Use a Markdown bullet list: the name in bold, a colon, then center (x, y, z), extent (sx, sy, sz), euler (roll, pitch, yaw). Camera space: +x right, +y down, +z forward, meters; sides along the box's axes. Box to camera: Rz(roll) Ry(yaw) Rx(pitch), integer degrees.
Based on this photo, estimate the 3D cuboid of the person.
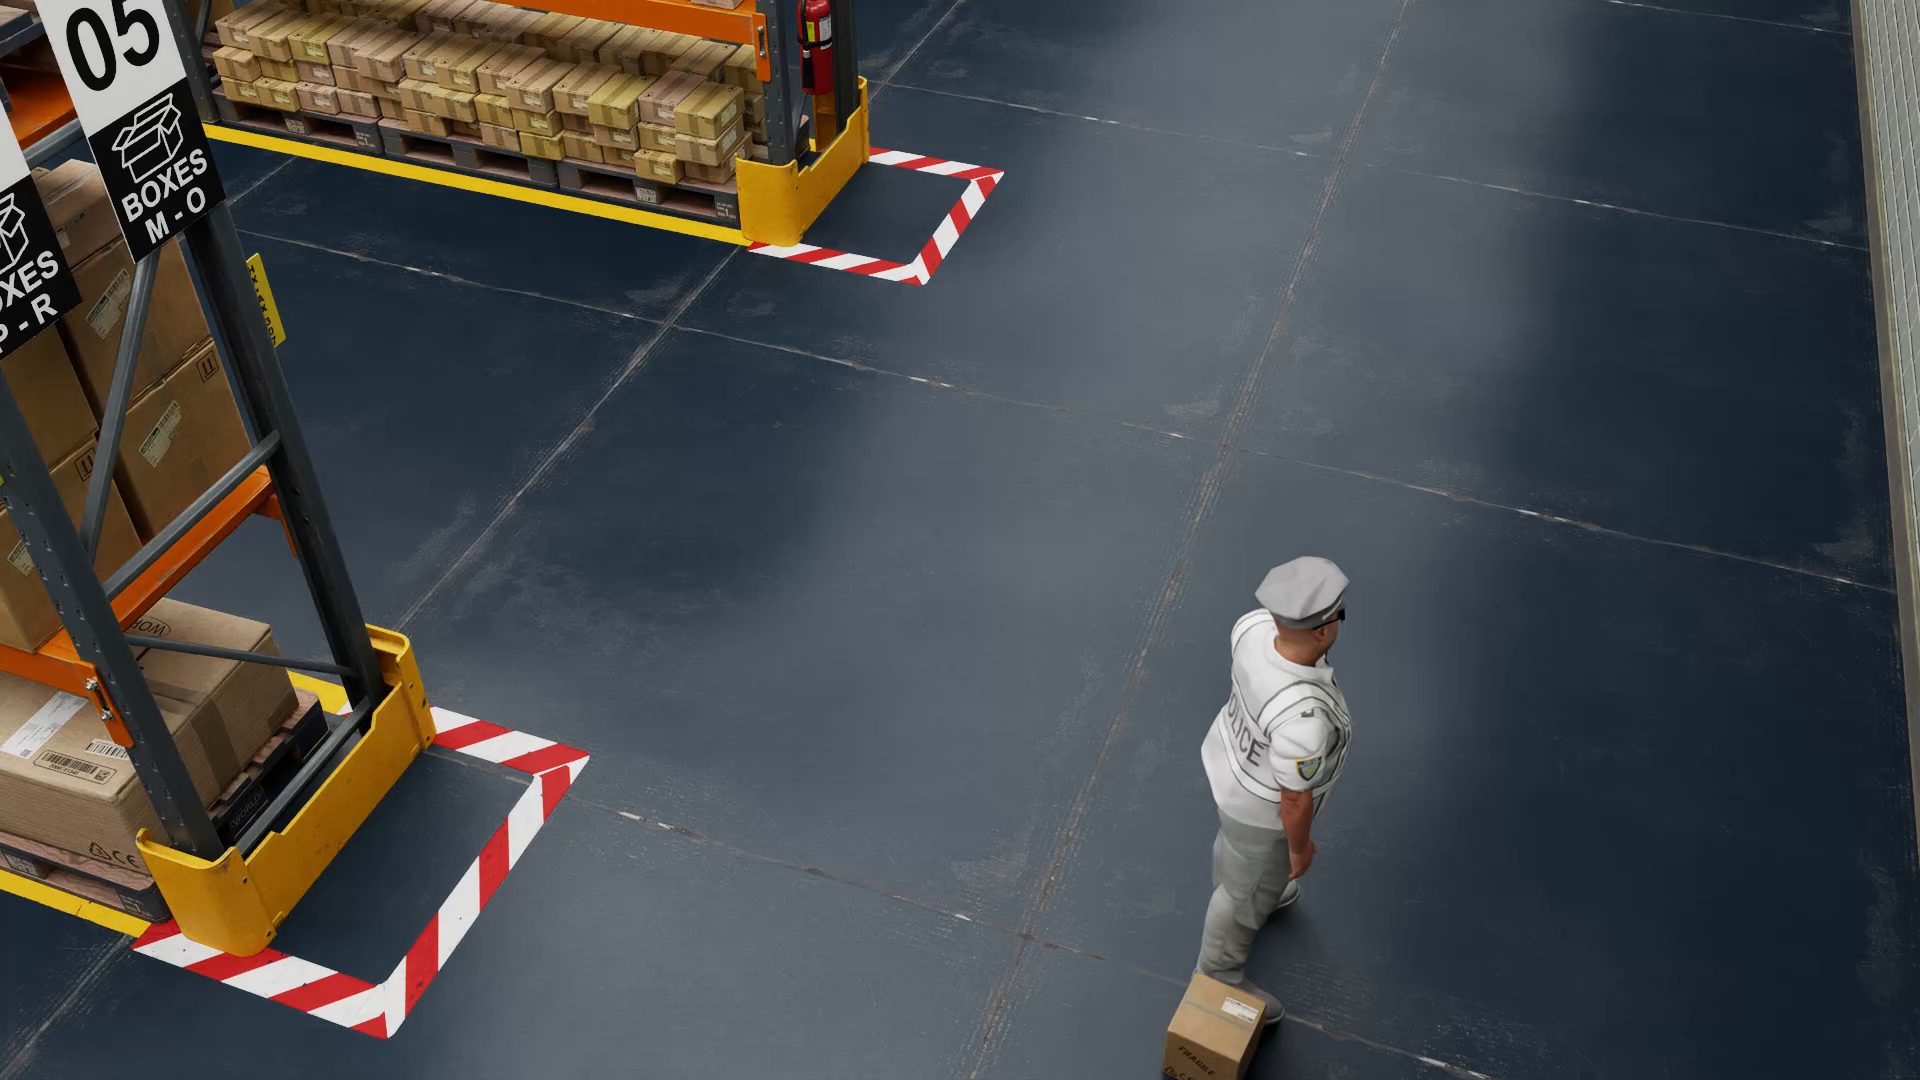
- **person**: center (1.005, 0.769, 5.234), extent (0.465, 1.763, 0.622), euler (-4, 41, -5)
